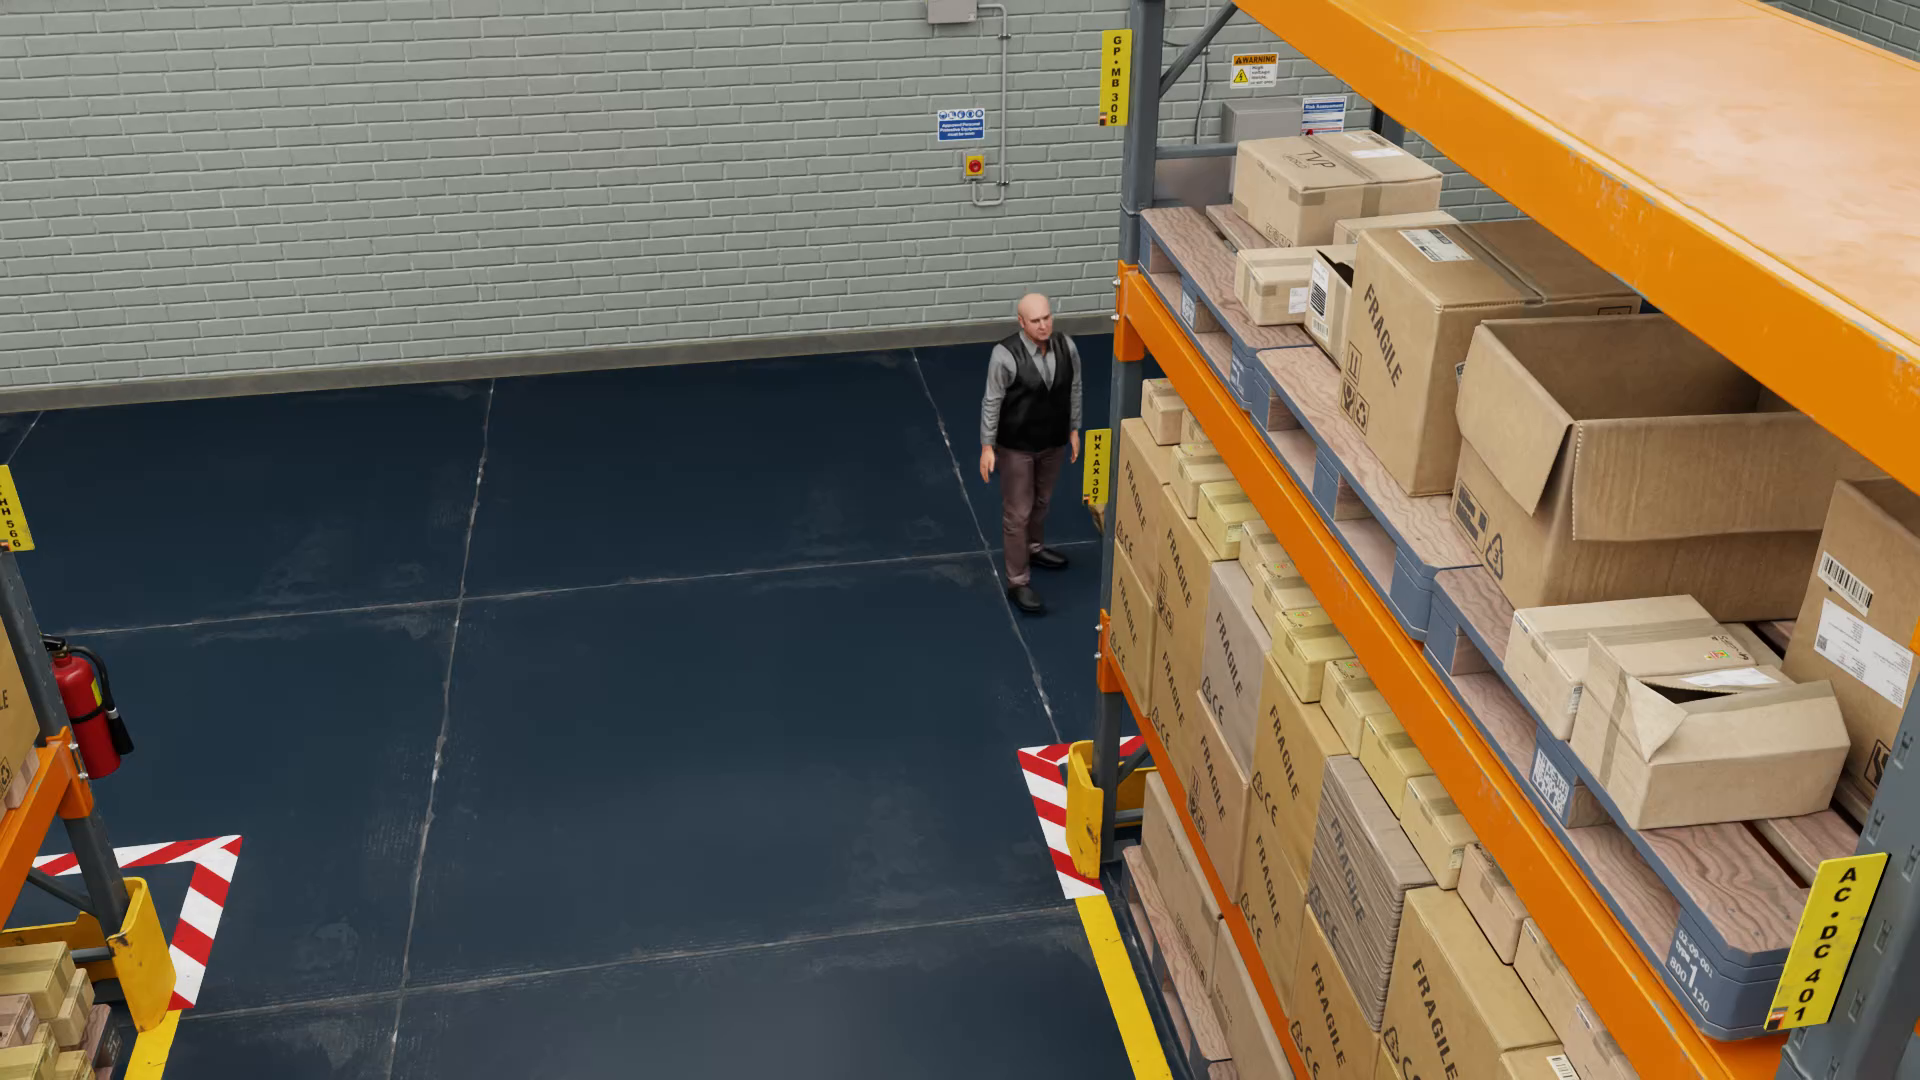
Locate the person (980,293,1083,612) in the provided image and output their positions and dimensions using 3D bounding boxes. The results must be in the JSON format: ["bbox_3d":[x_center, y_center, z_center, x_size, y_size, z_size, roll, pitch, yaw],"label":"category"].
[{"bbox_3d":[0.402,-0.488,8.960,0.669,1.718,0.611,-17,35,-27],"label":"person"}]
